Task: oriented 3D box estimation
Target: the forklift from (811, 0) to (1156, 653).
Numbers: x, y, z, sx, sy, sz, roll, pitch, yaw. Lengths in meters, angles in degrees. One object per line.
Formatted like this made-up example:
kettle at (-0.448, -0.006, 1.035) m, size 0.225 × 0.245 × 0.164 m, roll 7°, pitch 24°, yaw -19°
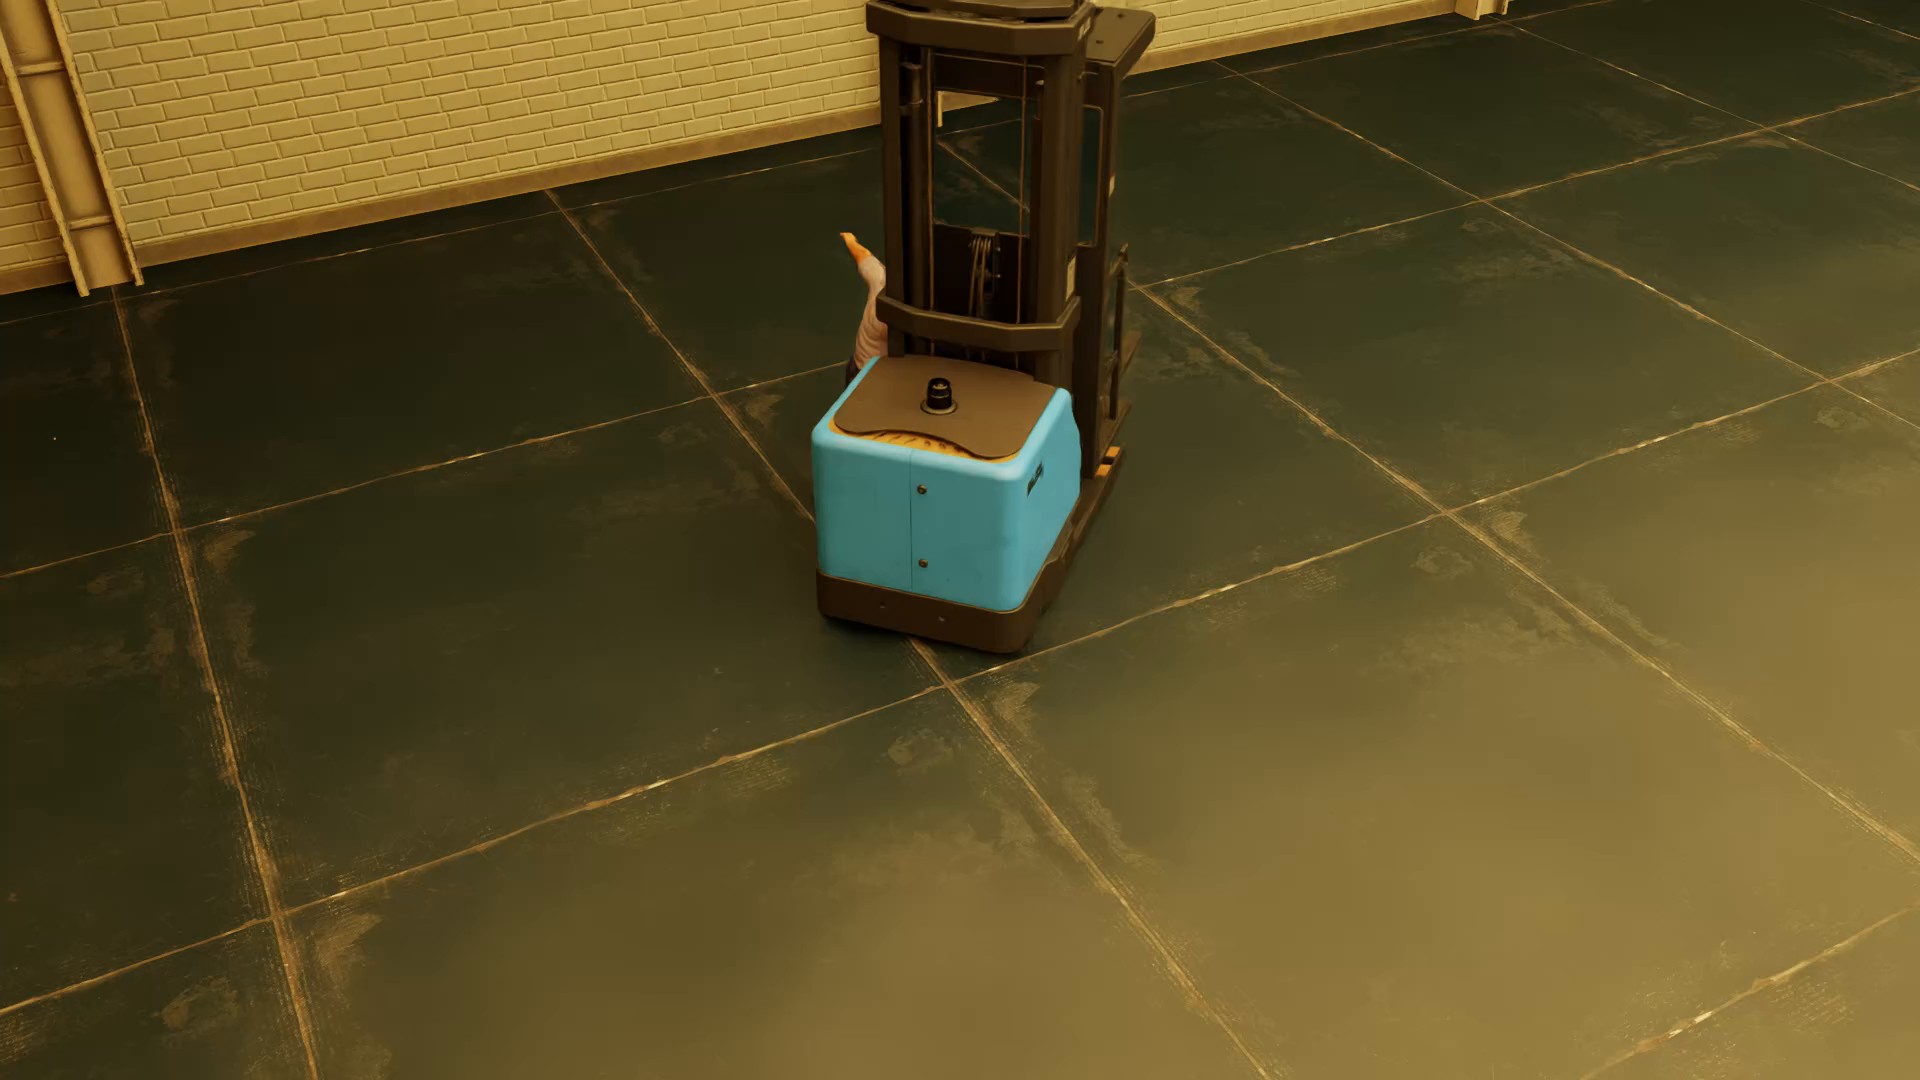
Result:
forklift at (0.275, -1.514, 8.266) m, size 1.130 × 2.935 × 3.031 m, roll 11°, pitch 37°, yaw 16°

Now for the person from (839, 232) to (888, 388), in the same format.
person at (-0.272, -0.940, 8.875) m, size 0.709 × 1.344 × 1.286 m, roll -5°, pitch 36°, yaw -7°
